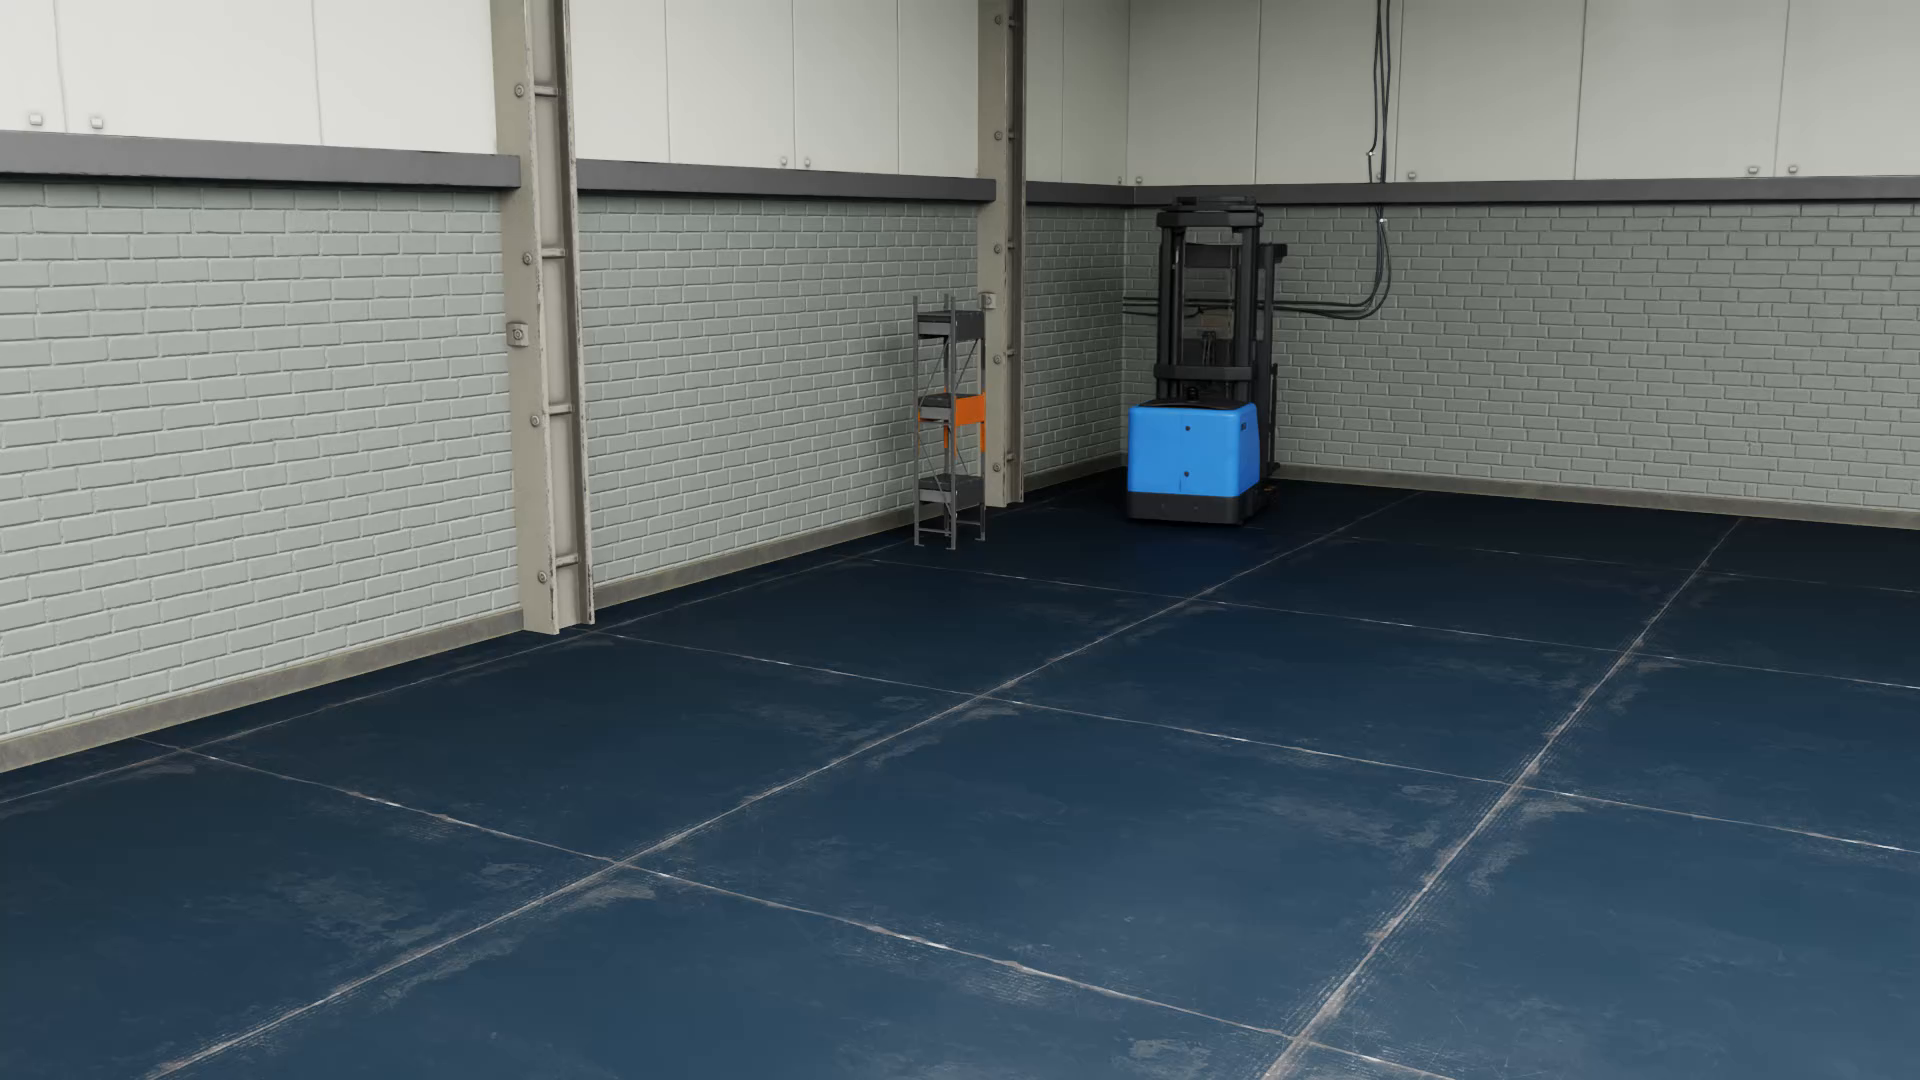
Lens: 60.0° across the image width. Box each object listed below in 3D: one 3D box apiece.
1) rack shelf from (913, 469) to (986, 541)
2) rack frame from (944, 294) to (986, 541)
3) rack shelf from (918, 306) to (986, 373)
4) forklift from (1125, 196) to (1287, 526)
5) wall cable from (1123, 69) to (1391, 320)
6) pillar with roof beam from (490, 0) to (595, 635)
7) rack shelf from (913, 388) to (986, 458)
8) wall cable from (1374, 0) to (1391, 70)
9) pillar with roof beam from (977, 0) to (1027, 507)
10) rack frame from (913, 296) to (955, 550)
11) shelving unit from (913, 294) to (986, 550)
[{"bbox_3d":[-0.086,-0.305,14.168,0.431,0.518,0.480,6,12,31],"label":"rack shelf"},{"bbox_3d":[0.041,-1.044,14.241,0.400,2.100,0.015,6,12,31],"label":"rack frame"},{"bbox_3d":[-0.086,-1.681,13.910,0.431,0.518,0.480,6,12,31],"label":"rack shelf"},{"bbox_3d":[2.497,-1.800,16.017,1.130,2.935,3.031,4,11,20],"label":"forklift"},{"bbox_3d":[3.054,-3.596,17.558,3.097,2.526,0.112,6,12,31],"label":"wall cable"},{"bbox_3d":[0.959,-3.430,8.235,9.100,9.000,0.400,6,12,31],"label":"pillar with roof beam"},{"bbox_3d":[-0.086,-0.993,14.039,0.431,0.518,0.480,6,12,31],"label":"rack shelf"},{"bbox_3d":[5.367,-5.820,15.713,3.097,2.526,0.112,6,12,31],"label":"wall cable"},{"bbox_3d":[4.074,-4.374,13.276,9.100,9.000,0.400,6,12,31],"label":"pillar with roof beam"},{"bbox_3d":[-0.213,-0.968,13.831,0.400,2.100,0.015,6,12,31],"label":"rack frame"},{"bbox_3d":[-0.086,-1.006,14.036,0.431,2.100,0.503,6,12,31],"label":"shelving unit"}]
